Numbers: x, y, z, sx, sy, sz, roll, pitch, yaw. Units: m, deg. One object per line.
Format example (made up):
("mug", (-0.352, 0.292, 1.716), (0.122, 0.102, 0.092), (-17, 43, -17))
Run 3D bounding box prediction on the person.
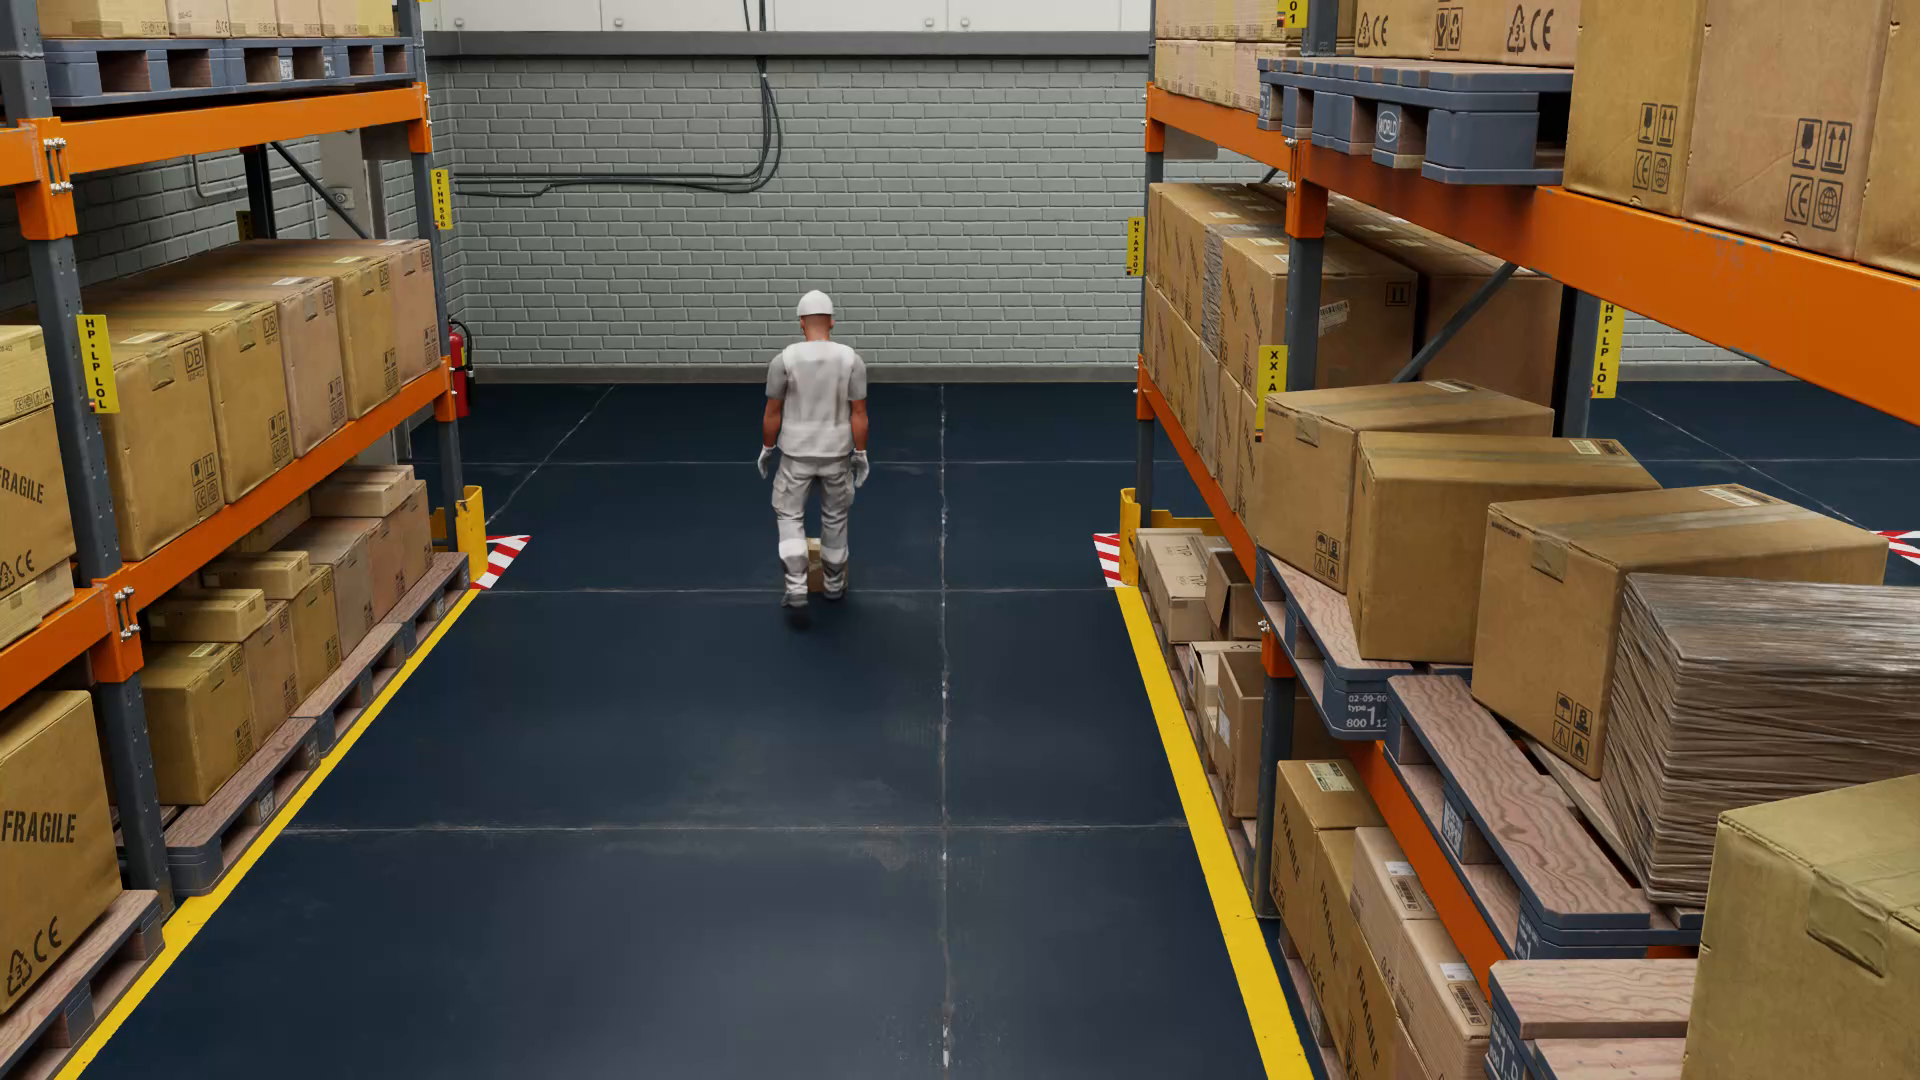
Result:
("person", (-0.803, -0.474, 9.030), (0.592, 1.774, 0.764), (-3, 17, -9))
